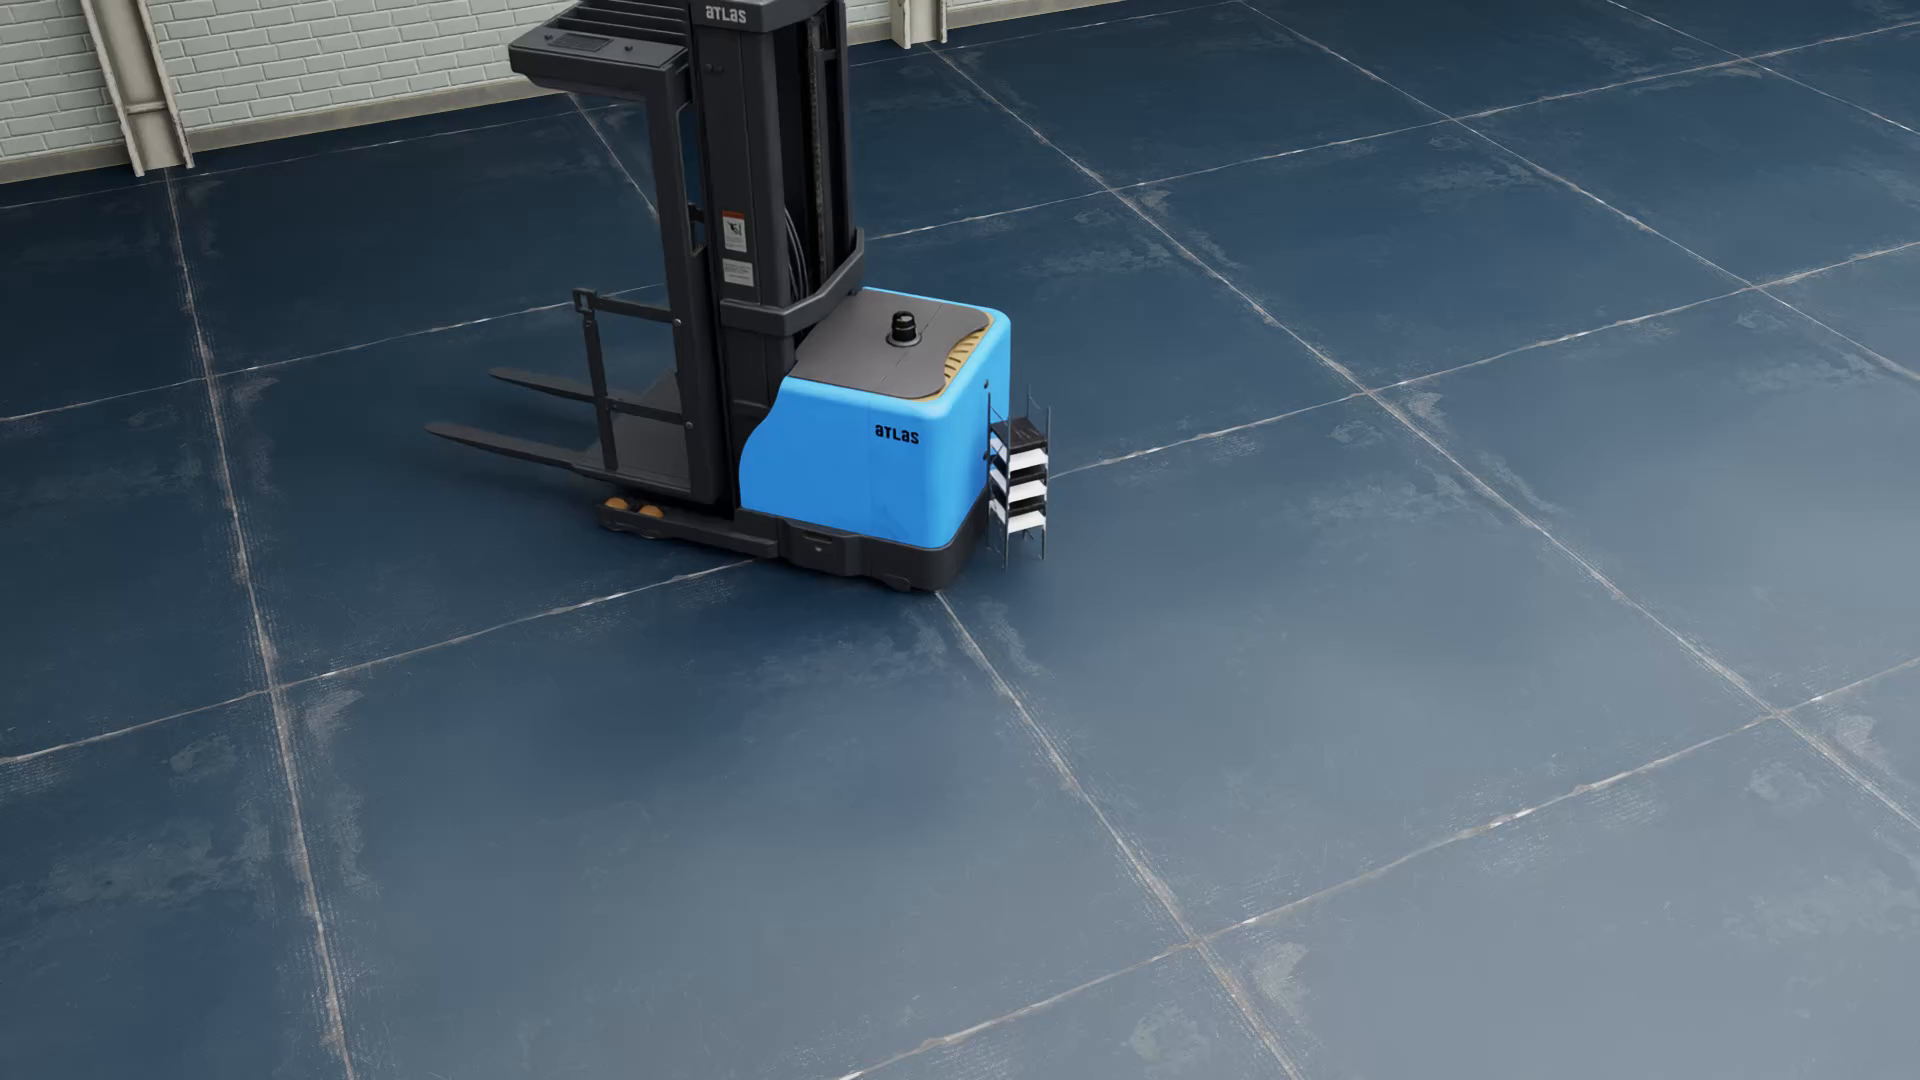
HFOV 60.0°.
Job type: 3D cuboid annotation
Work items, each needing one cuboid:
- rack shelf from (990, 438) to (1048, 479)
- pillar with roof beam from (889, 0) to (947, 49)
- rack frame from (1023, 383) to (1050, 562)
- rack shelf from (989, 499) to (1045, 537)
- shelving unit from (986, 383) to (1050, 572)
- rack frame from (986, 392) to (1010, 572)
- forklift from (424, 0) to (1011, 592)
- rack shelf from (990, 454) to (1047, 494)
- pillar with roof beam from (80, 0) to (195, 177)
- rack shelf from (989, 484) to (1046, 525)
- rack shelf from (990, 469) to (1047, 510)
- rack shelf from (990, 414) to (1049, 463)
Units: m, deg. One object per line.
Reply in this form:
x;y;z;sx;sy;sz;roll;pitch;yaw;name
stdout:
0.274;-0.411;7.945;0.200;0.077;0.258;-14;39;-19;rack shelf
1.478;-5.543;8.313;0.400;9.000;9.100;-16;39;-20;pillar with roof beam
0.368;-0.317;8.065;0.006;0.900;0.240;-14;39;-19;rack frame
0.274;-0.122;8.160;0.200;0.077;0.258;-14;39;-19;rack shelf
0.274;-0.293;8.033;0.210;0.900;0.258;-14;39;-19;shelving unit
0.181;-0.269;8.000;0.006;0.900;0.240;-14;39;-19;rack frame
-1.311;-1.465;7.907;3.031;2.935;1.130;12;38;16;forklift
0.274;-0.338;7.999;0.200;0.077;0.258;-14;39;-19;rack shelf
-3.953;-4.024;6.265;0.400;9.000;9.100;-16;39;-20;pillar with roof beam
0.274;-0.194;8.106;0.200;0.077;0.258;-14;39;-19;rack shelf
0.274;-0.266;8.053;0.200;0.077;0.258;-14;39;-19;rack shelf
0.274;-0.483;7.892;0.200;0.077;0.258;-14;39;-19;rack shelf
